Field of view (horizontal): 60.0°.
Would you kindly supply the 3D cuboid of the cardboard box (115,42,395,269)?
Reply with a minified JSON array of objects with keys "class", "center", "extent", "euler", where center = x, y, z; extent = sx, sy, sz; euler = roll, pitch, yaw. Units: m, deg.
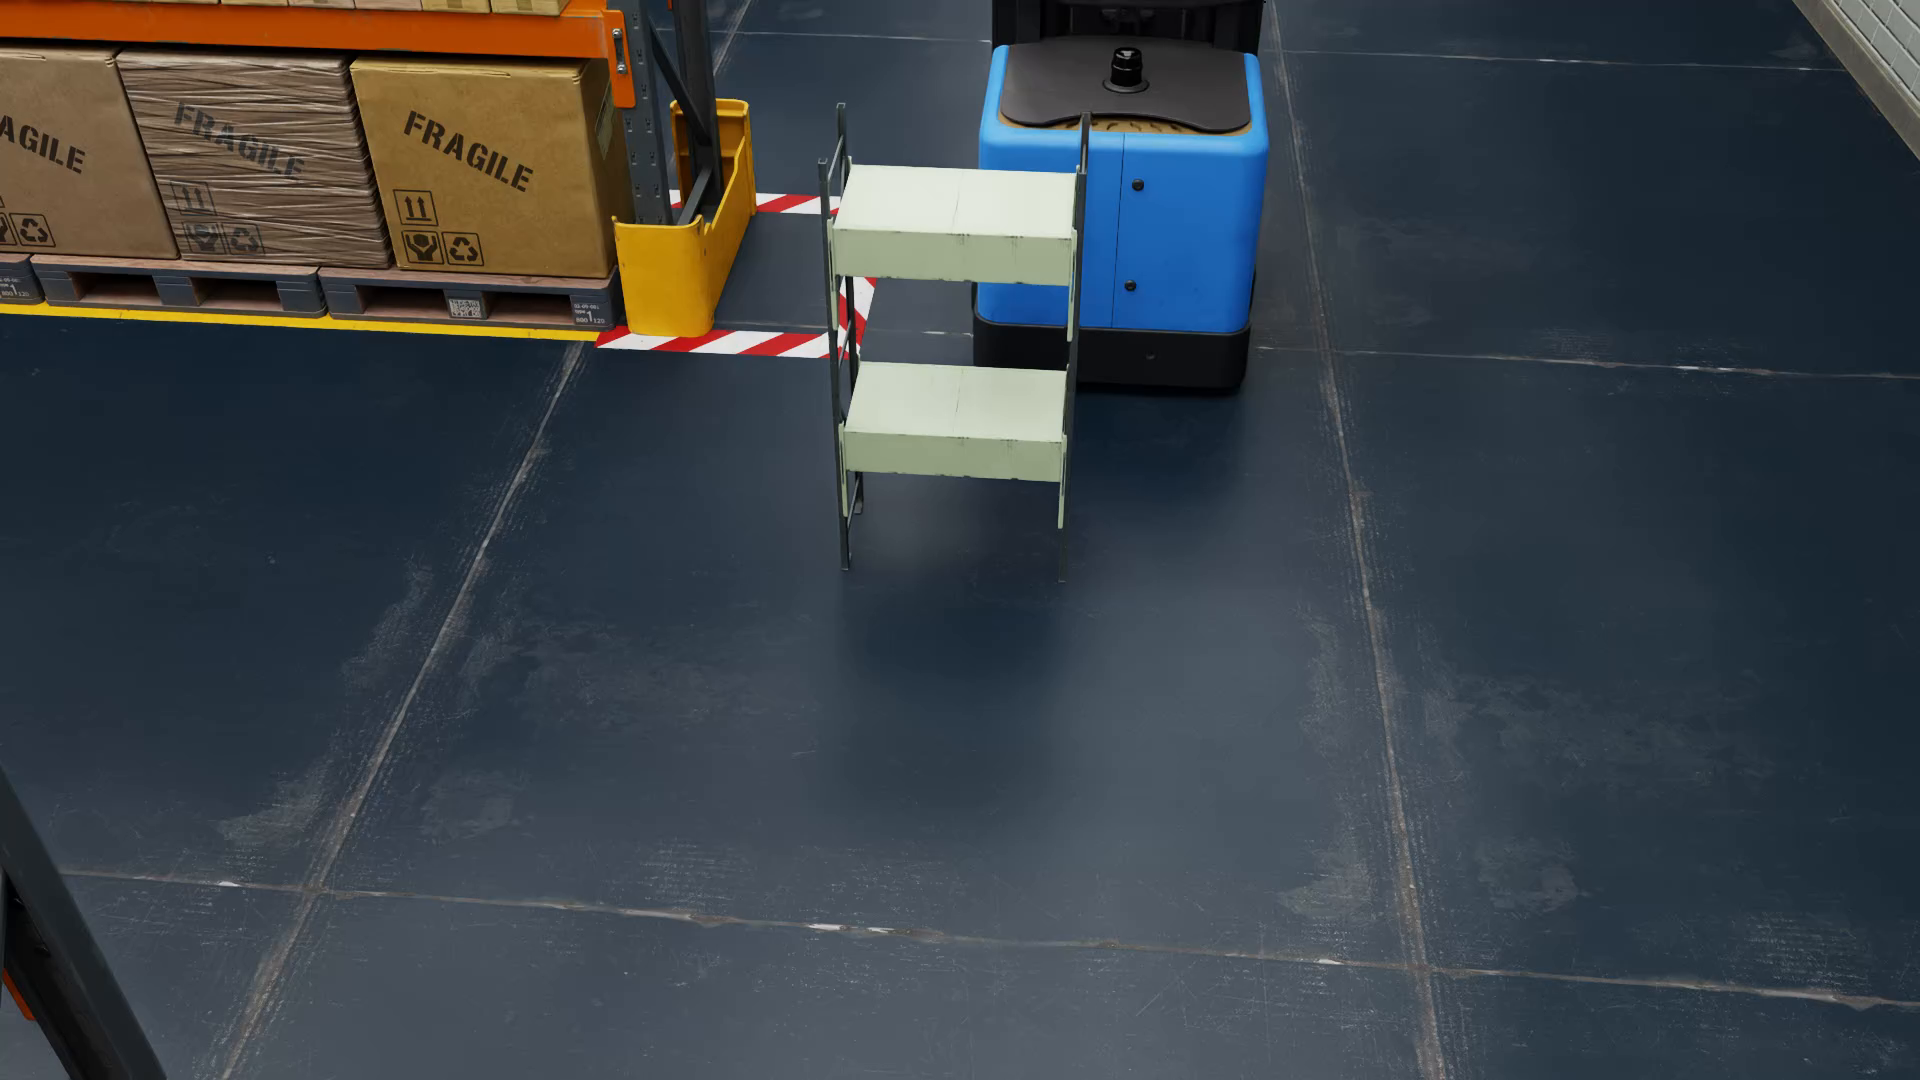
[{"class":"cardboard box","center":[-2.721,-1.734,6.854],"extent":[0.875,0.875,0.875],"euler":[3,39,4]}]

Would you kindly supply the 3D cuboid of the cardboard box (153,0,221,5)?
[{"class":"cardboard box","center":[-2.829,-2.144,6.207],"extent":[0.250,0.149,0.380],"euler":[3,39,4]}]

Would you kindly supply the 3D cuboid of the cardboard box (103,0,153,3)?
[{"class":"cardboard box","center":[-3.076,-2.159,6.226],"extent":[0.250,0.149,0.380],"euler":[4,39,5]}]

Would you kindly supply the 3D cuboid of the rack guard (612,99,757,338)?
[{"class":"rack guard","center":[-1.146,-1.390,7.062],"extent":[0.348,0.500,1.175],"euler":[3,39,4]}]

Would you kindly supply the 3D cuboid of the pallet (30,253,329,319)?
[{"class":"pallet","center":[-3.185,-1.342,7.231],"extent":[1.213,0.211,1.003],"euler":[3,39,4]}]

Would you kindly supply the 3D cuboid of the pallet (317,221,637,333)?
[{"class":"pallet","center":[-1.973,-1.274,7.148],"extent":[1.213,0.211,1.003],"euler":[3,39,4]}]

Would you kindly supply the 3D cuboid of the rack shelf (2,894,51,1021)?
[{"class":"rack shelf","center":[-3.691,0.923,2.810],"extent":[4.000,0.370,1.077],"euler":[3,39,4]}]

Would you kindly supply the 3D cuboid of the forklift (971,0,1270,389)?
[{"class":"forklift","center":[0.695,-2.633,6.663],"extent":[1.130,2.935,3.031],"euler":[3,39,4]}]

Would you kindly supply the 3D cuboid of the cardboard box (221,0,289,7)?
[{"class":"cardboard box","center":[-2.571,-2.131,6.190],"extent":[0.250,0.149,0.380],"euler":[2,39,3]}]

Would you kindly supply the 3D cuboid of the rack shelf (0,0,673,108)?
[{"class":"rack shelf","center":[-3.162,-2.191,6.635],"extent":[4.000,0.370,1.077],"euler":[3,39,4]}]

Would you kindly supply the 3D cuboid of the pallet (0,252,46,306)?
[{"class":"pallet","center":[-4.404,-1.407,7.311],"extent":[1.213,0.211,1.003],"euler":[3,39,4]}]

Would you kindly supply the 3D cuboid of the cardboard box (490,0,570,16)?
[{"class":"cardboard box","center":[-1.553,-2.076,6.123],"extent":[0.250,0.149,0.380],"euler":[4,39,5]}]

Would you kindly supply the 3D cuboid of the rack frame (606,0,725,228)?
[{"class":"rack frame","center":[-1.170,-2.361,6.274],"extent":[0.127,3.000,1.000],"euler":[3,39,4]}]

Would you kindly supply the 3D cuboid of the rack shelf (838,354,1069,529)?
[{"class":"rack shelf","center":[-0.007,-0.329,5.483],"extent":[0.720,0.370,0.431],"euler":[3,39,4]}]

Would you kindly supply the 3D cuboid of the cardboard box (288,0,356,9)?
[{"class":"cardboard box","center":[-2.312,-2.118,6.174],"extent":[0.250,0.149,0.380],"euler":[4,39,5]}]

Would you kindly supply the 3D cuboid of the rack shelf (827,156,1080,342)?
[{"class":"rack shelf","center":[-0.007,-0.885,5.031],"extent":[0.720,0.370,0.431],"euler":[3,39,4]}]

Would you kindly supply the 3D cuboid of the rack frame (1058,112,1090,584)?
[{"class":"rack frame","center":[0.358,-0.562,5.252],"extent":[0.023,1.500,0.400],"euler":[3,39,4]}]

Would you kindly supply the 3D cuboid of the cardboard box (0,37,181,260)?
[{"class":"cardboard box","center":[-3.608,-1.782,6.914],"extent":[0.875,0.875,0.875],"euler":[3,39,4]}]

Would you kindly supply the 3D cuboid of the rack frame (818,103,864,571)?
[{"class":"rack frame","center":[-0.371,-0.602,5.301],"extent":[0.023,1.500,0.400],"euler":[3,39,4]}]

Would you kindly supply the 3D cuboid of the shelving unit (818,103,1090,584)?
[{"class":"shelving unit","center":[-0.007,-0.582,5.277],"extent":[0.755,1.500,0.431],"euler":[3,39,4]}]

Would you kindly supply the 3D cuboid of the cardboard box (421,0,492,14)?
[{"class":"cardboard box","center":[-1.812,-2.089,6.139],"extent":[0.250,0.149,0.380],"euler":[4,39,4]}]

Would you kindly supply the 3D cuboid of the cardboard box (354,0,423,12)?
[{"class":"cardboard box","center":[-2.063,-2.103,6.157],"extent":[0.250,0.149,0.380],"euler":[3,39,4]}]

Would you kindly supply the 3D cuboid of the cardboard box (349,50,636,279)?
[{"class":"cardboard box","center":[-1.814,-1.684,6.794],"extent":[0.875,0.875,0.875],"euler":[3,39,4]}]
